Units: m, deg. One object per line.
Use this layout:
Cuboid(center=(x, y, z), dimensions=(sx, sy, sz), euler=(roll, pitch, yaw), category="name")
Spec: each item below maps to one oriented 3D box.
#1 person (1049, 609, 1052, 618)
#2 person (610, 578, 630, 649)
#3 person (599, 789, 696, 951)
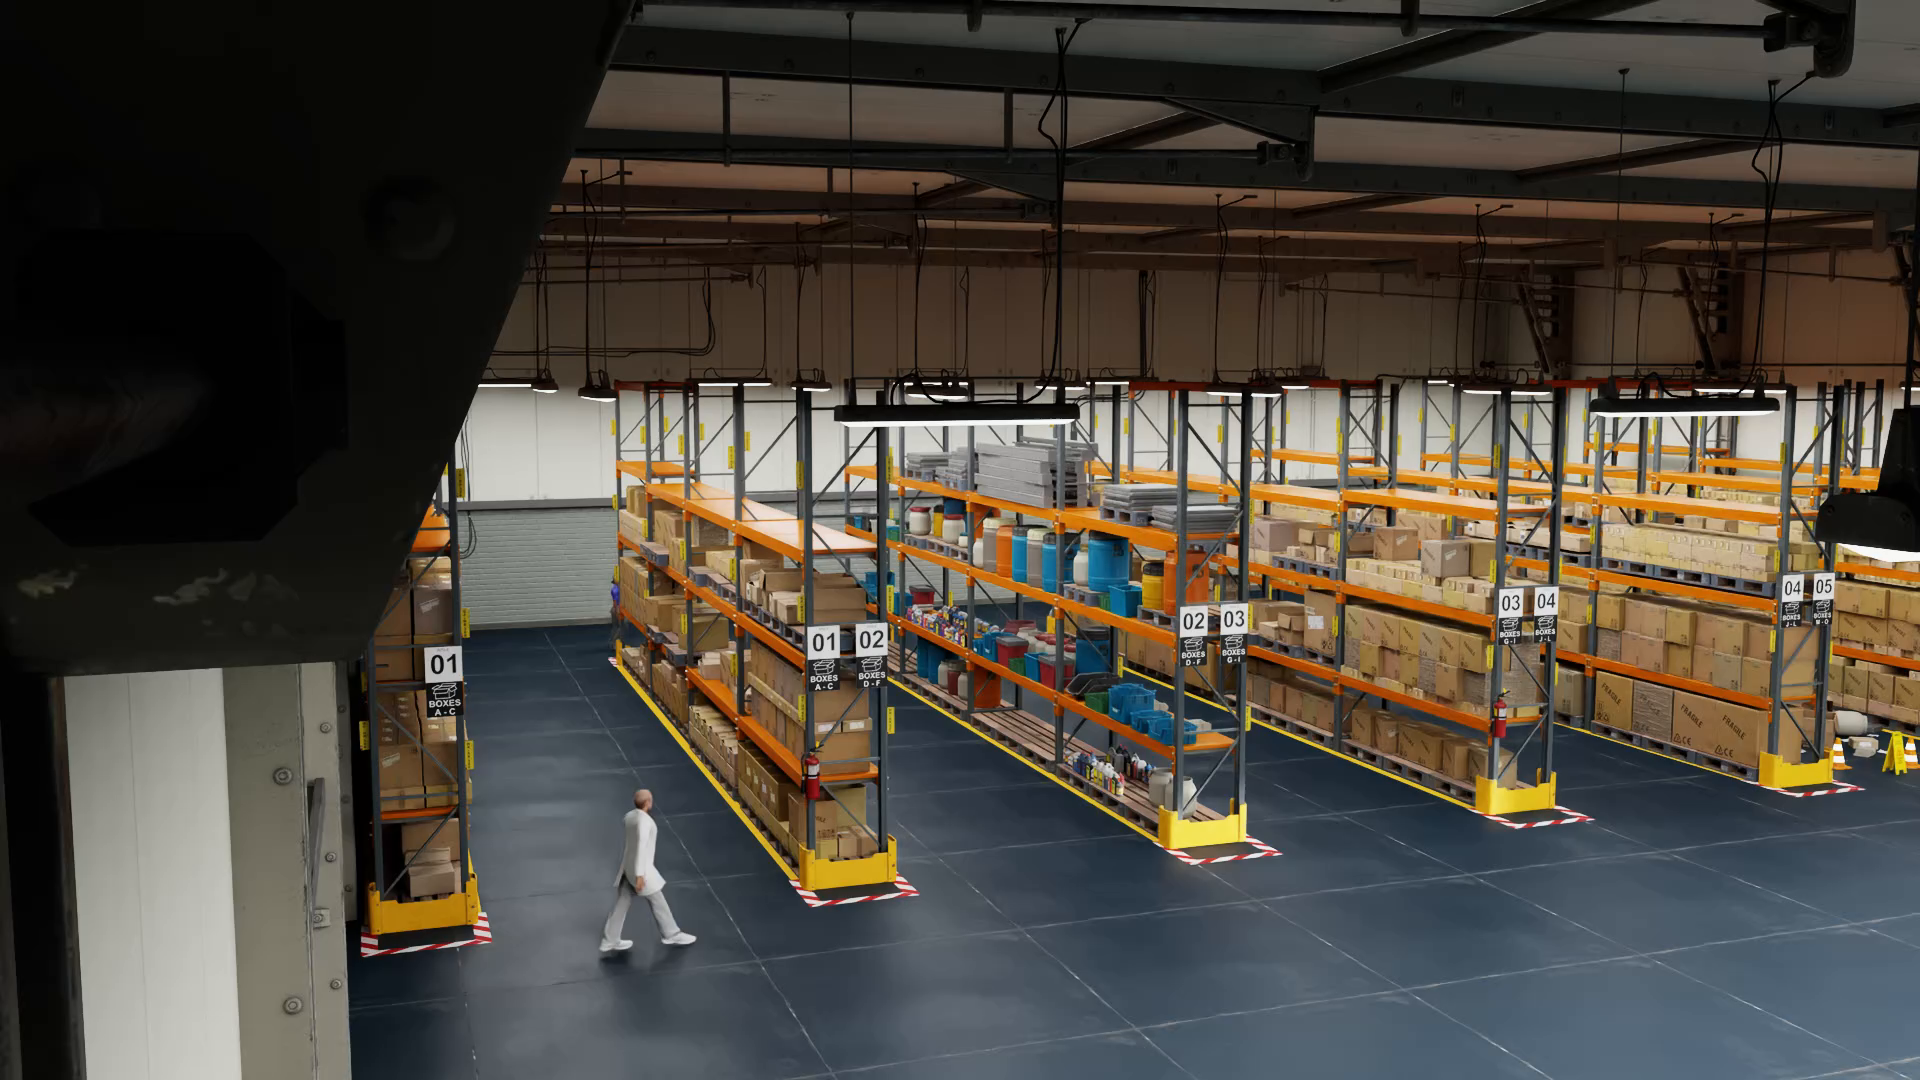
Cuboid(center=(2.363, 1.273, 39.641), dimensions=(0.577, 1.801, 0.628), euler=(0, 6, -2), category="person")
Cuboid(center=(-7.559, 1.612, 36.832), dimensions=(0.408, 1.673, 0.474), euler=(-2, 6, -19), category="person")
Cuboid(center=(-3.416, 3.546, 17.987), dimensions=(1.033, 1.722, 0.639), euler=(-4, 7, -30), category="person")
